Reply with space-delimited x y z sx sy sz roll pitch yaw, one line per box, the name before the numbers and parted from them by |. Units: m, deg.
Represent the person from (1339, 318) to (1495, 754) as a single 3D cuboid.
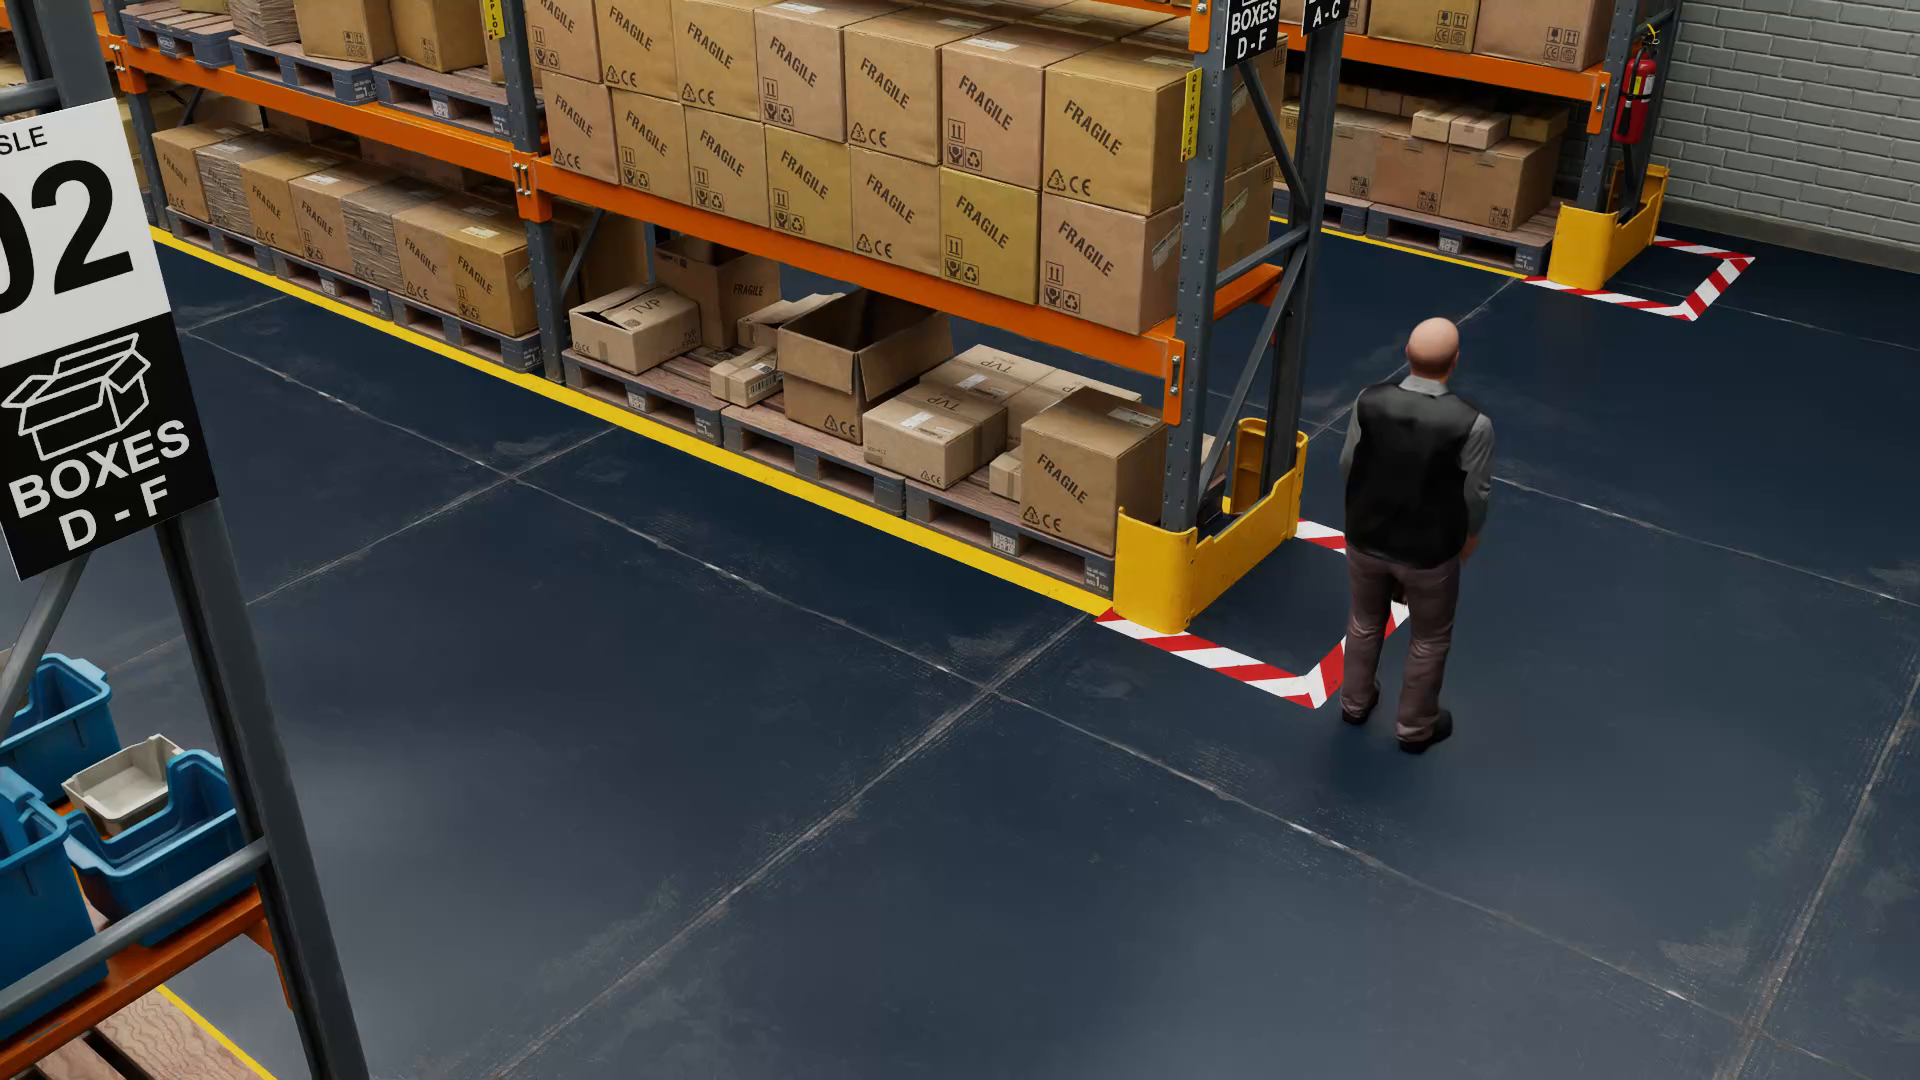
person | 1.655 -0.009 6.166 0.556 1.726 0.471 19 35 28
